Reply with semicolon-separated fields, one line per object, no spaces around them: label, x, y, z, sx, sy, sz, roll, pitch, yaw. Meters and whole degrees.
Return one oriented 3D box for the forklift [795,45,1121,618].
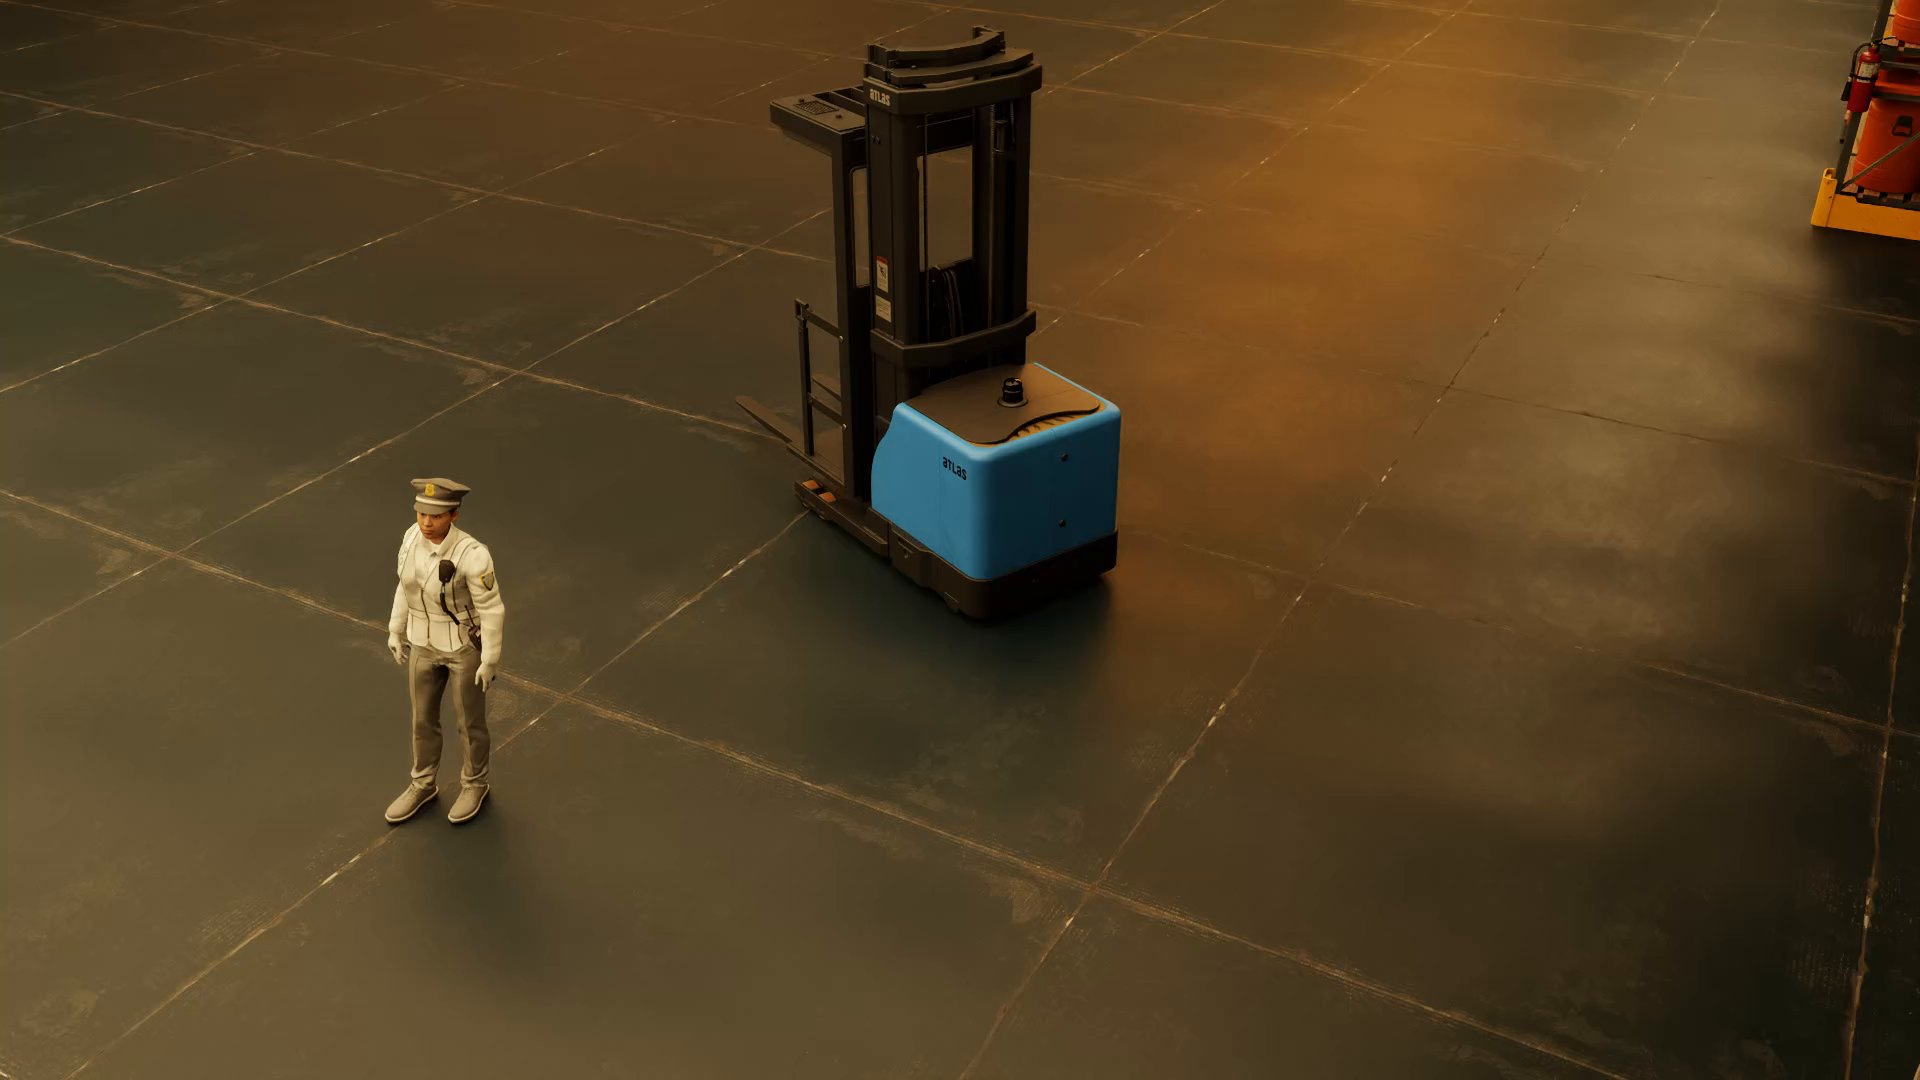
forklift;-0.046;-1.274;9.341;1.129;2.867;1.939;-20;35;-31

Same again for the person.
person;-2.336;0.534;7.422;0.569;1.641;0.500;12;32;19
